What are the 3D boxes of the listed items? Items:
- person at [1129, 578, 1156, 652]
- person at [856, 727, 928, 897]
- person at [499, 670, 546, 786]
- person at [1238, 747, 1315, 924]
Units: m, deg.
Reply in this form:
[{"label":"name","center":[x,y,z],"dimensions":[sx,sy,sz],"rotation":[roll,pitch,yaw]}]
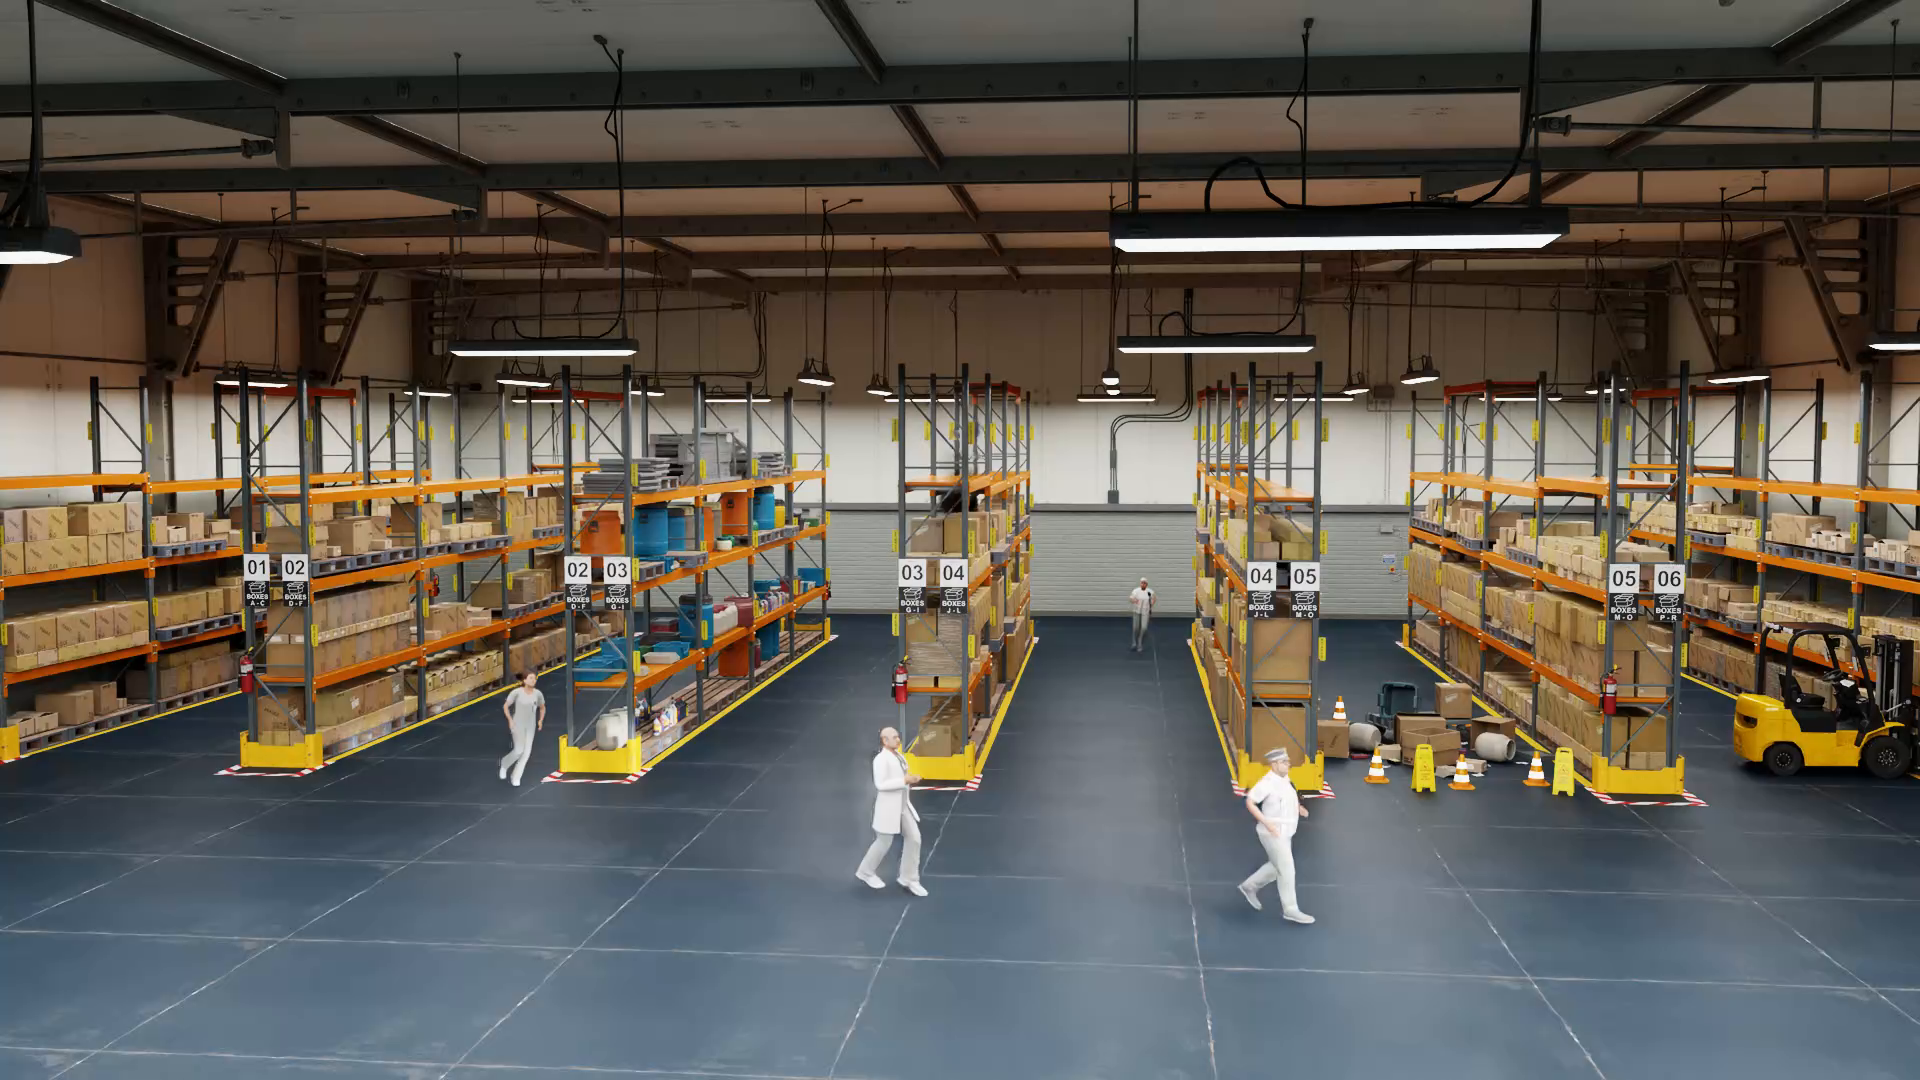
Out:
[{"label":"person","center":[4.207,1.731,38.361],"dimensions":[0.603,1.732,0.744],"rotation":[1,4,10]},{"label":"person","center":[-0.752,2.942,18.057],"dimensions":[0.832,1.831,0.685],"rotation":[2,4,30]},{"label":"person","center":[-6.237,2.667,23.797],"dimensions":[0.627,1.614,0.551],"rotation":[-3,5,-37]},{"label":"person","center":[3.262,3.003,17.138],"dimensions":[0.869,1.767,0.678],"rotation":[2,4,31]}]
